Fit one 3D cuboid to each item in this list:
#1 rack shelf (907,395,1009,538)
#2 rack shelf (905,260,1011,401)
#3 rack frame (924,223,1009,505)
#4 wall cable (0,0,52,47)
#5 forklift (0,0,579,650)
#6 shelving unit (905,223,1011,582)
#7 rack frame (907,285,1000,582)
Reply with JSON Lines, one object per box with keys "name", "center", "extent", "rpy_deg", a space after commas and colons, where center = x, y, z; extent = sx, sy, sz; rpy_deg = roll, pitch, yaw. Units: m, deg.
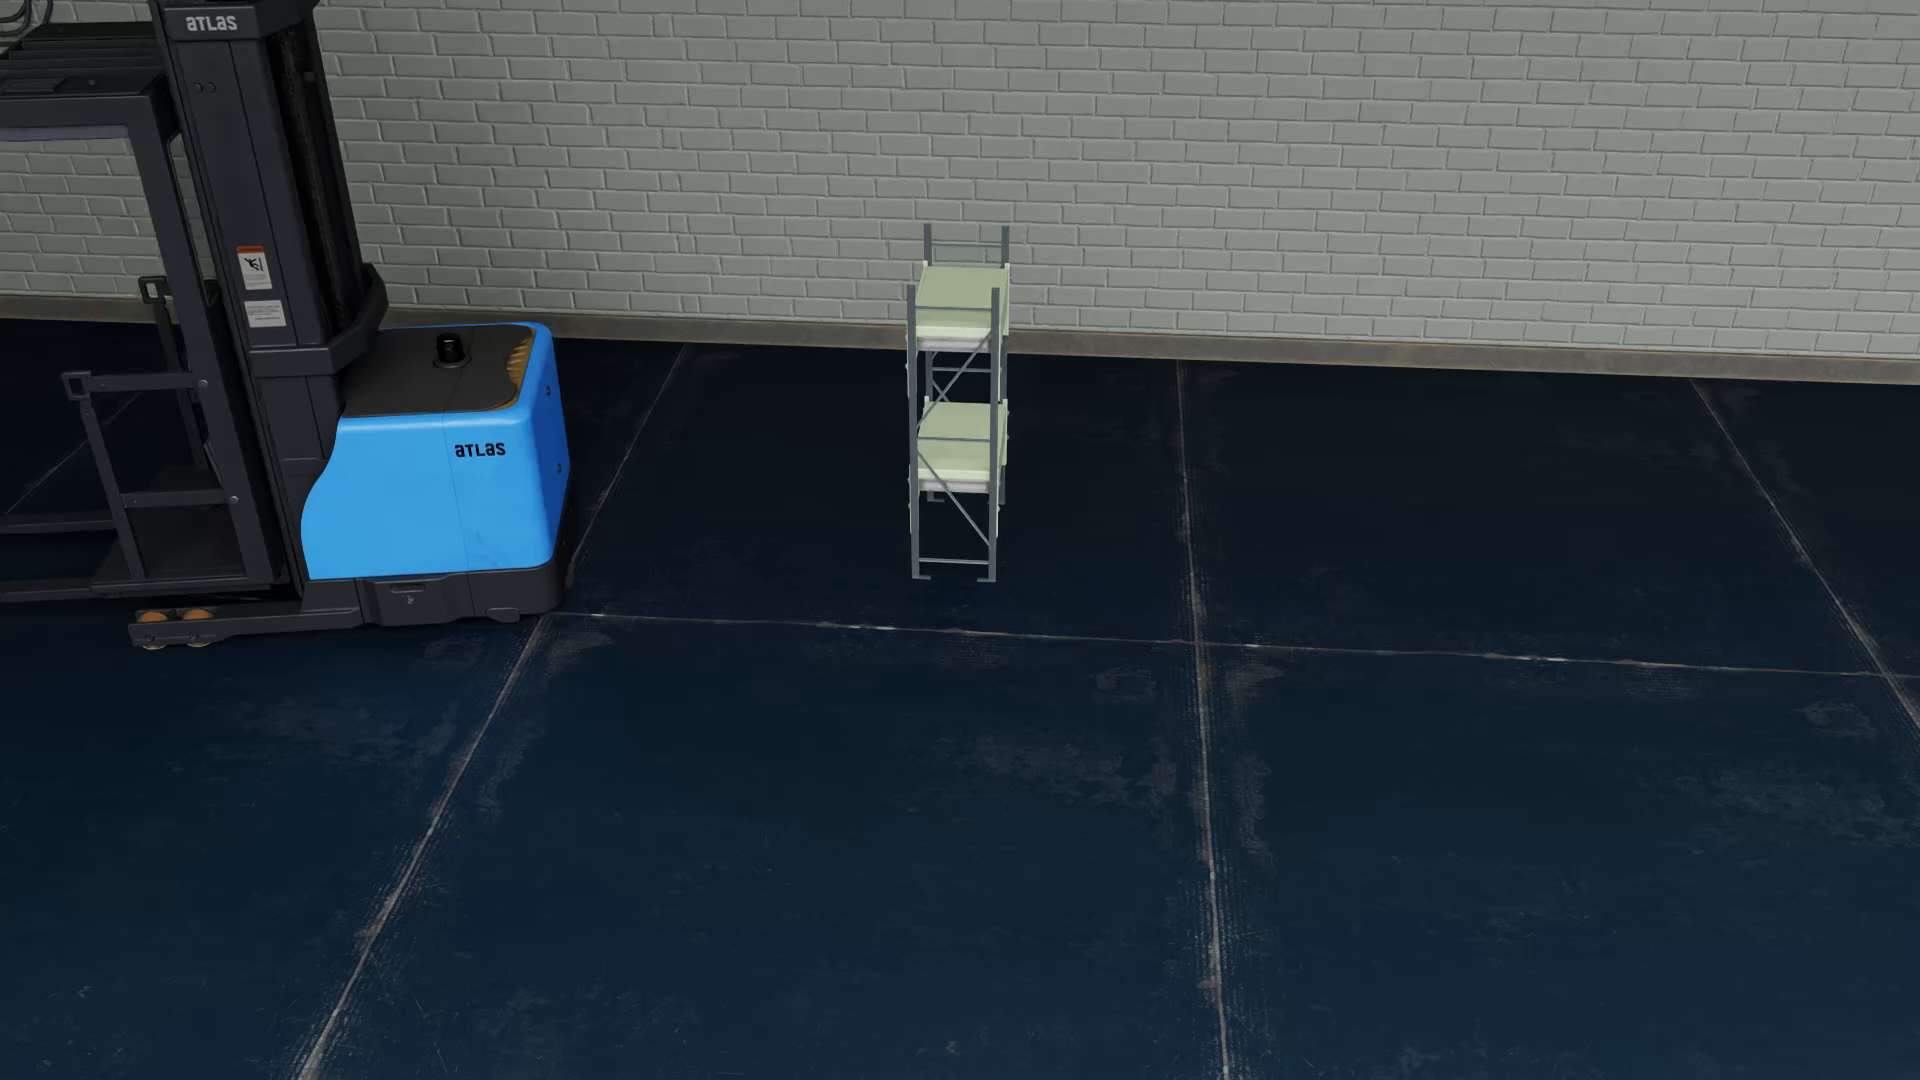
{"name": "rack shelf", "center": [0.001, -0.364, 8.033], "extent": [0.431, 0.370, 0.720], "rpy_deg": [2, 32, 4]}
{"name": "rack shelf", "center": [0.001, -0.974, 7.657], "extent": [0.431, 0.370, 0.720], "rpy_deg": [2, 32, 4]}
{"name": "rack frame", "center": [0.030, -0.833, 8.173], "extent": [0.400, 1.500, 0.023], "rpy_deg": [2, 32, 4]}
{"name": "wall cable", "center": [-6.660, -3.926, 9.003], "extent": [3.097, 2.526, 0.112], "rpy_deg": [2, 32, 4]}
{"name": "forklift", "center": [-3.384, -1.049, 7.159], "extent": [3.031, 2.935, 1.130], "rpy_deg": [-3, 32, -5]}
{"name": "shelving unit", "center": [0.001, -0.642, 7.862], "extent": [0.431, 1.500, 0.755], "rpy_deg": [2, 32, 4]}
{"name": "rack frame", "center": [-0.029, -0.451, 7.552], "extent": [0.400, 1.500, 0.023], "rpy_deg": [2, 32, 4]}
